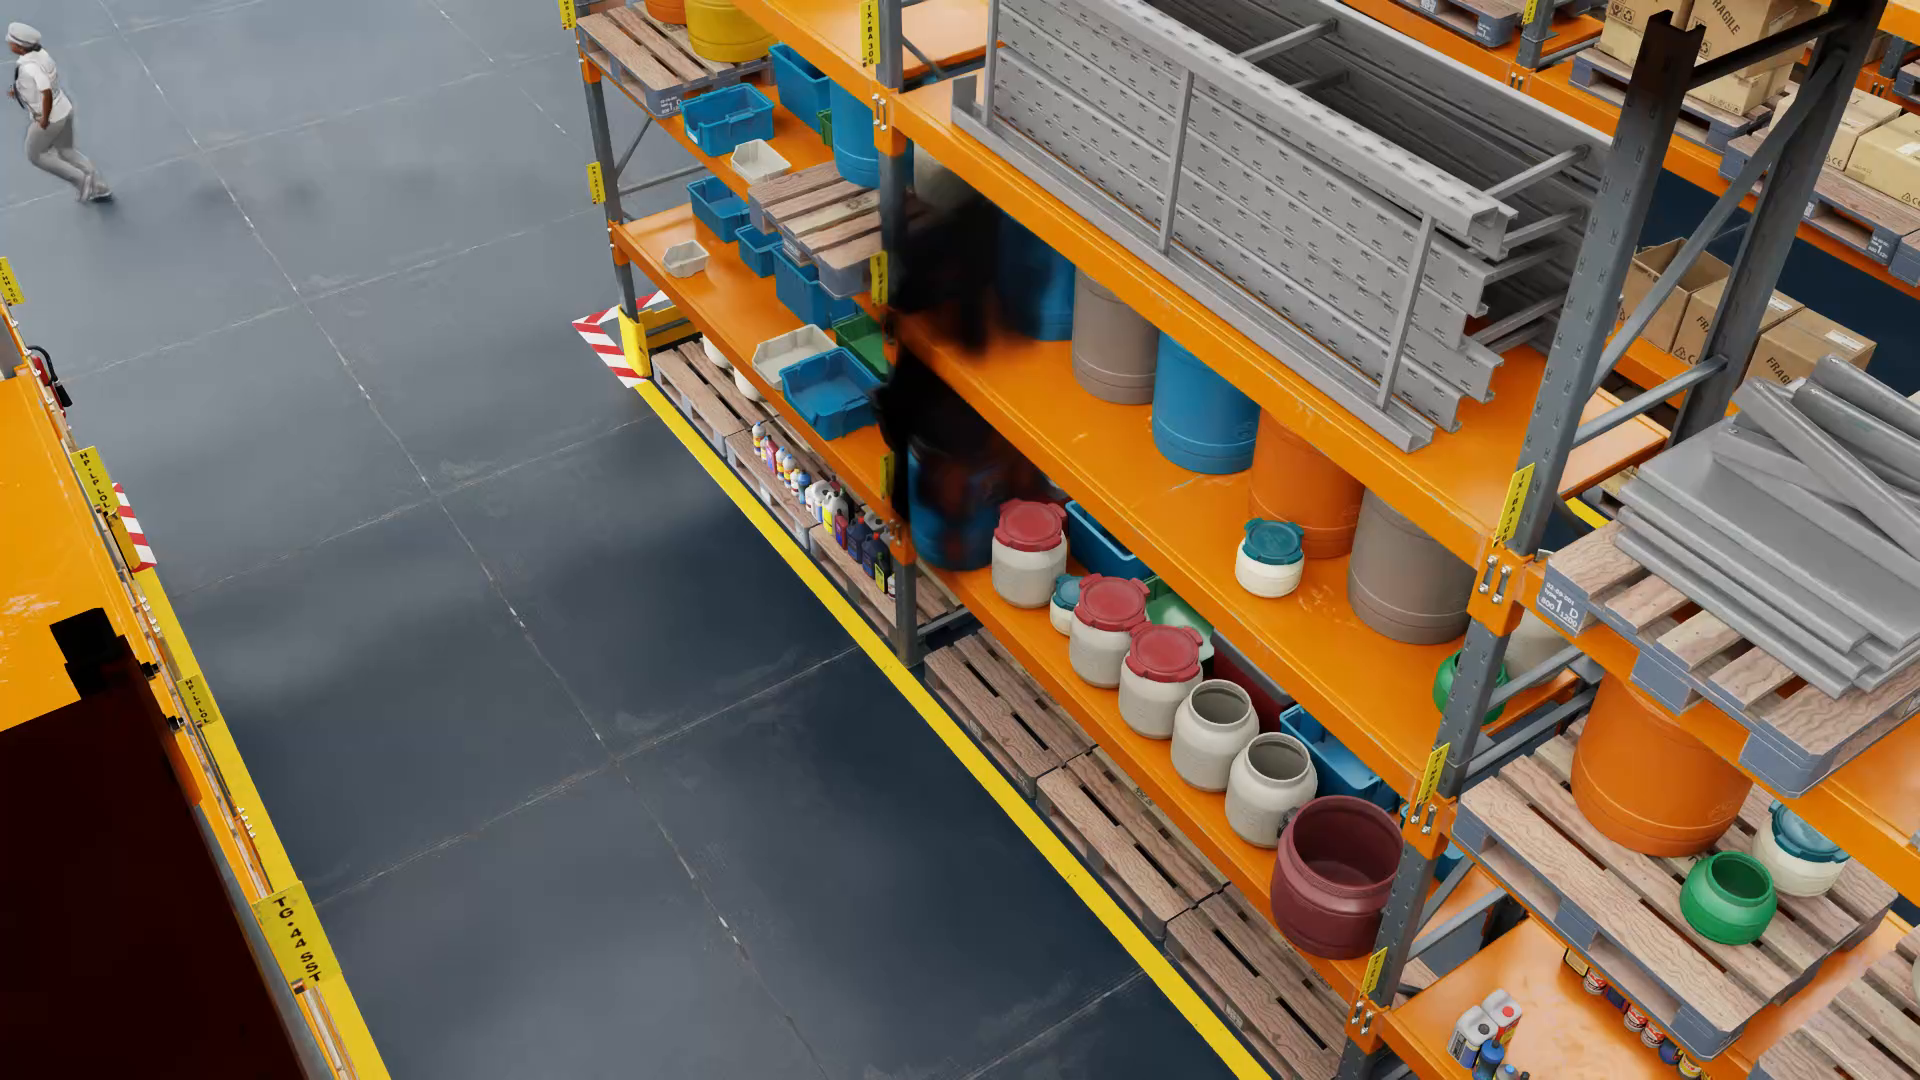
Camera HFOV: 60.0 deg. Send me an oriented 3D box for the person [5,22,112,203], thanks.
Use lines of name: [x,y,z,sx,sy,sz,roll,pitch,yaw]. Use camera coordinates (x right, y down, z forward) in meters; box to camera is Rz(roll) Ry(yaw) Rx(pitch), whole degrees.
person: [-7.992,-3.711,14.546,0.576,1.672,0.630,-4,43,-4]
